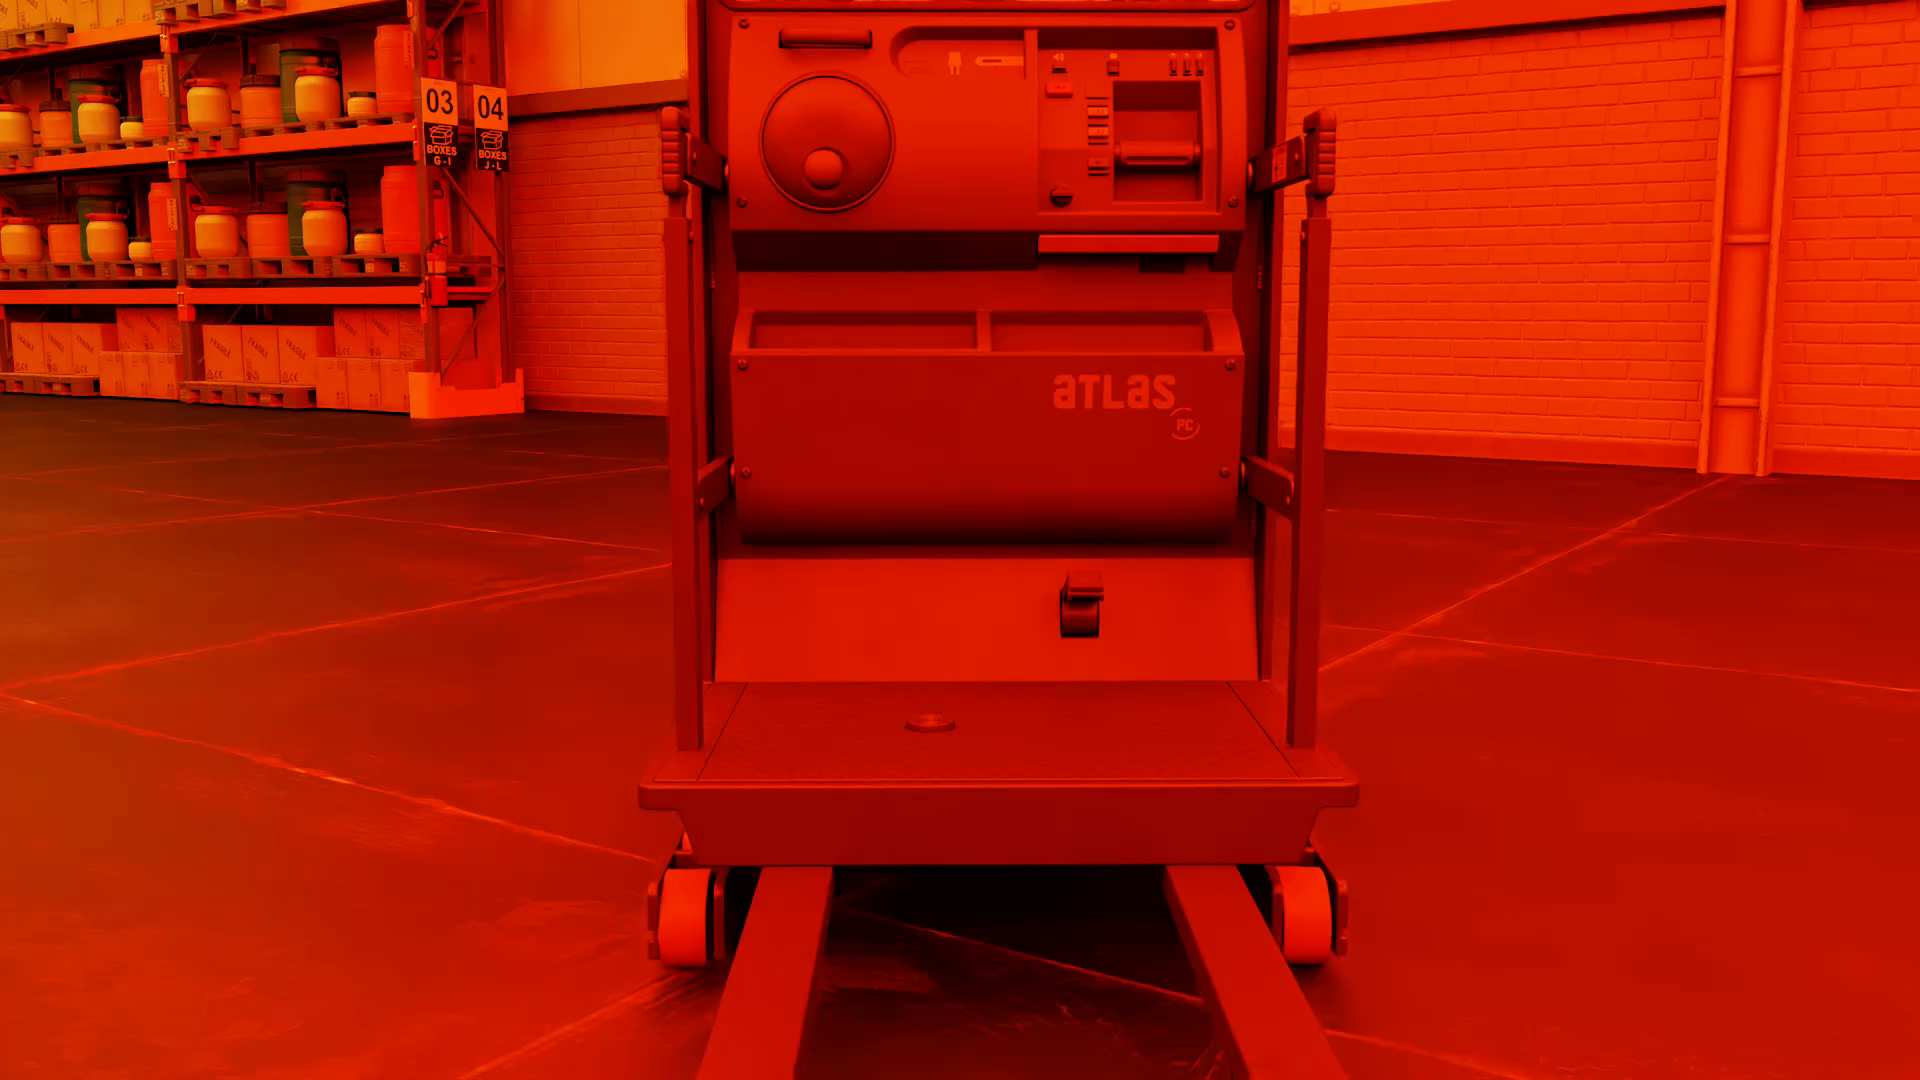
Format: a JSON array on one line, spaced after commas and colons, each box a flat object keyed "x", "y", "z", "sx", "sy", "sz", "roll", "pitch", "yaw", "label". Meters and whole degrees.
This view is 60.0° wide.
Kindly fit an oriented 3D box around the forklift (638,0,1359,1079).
[{"x": 0.054, "y": -0.797, "z": 2.799, "sx": 1.130, "sy": 2.935, "sz": 3.031, "roll": 0, "pitch": 8, "yaw": -1, "label": "forklift"}]
